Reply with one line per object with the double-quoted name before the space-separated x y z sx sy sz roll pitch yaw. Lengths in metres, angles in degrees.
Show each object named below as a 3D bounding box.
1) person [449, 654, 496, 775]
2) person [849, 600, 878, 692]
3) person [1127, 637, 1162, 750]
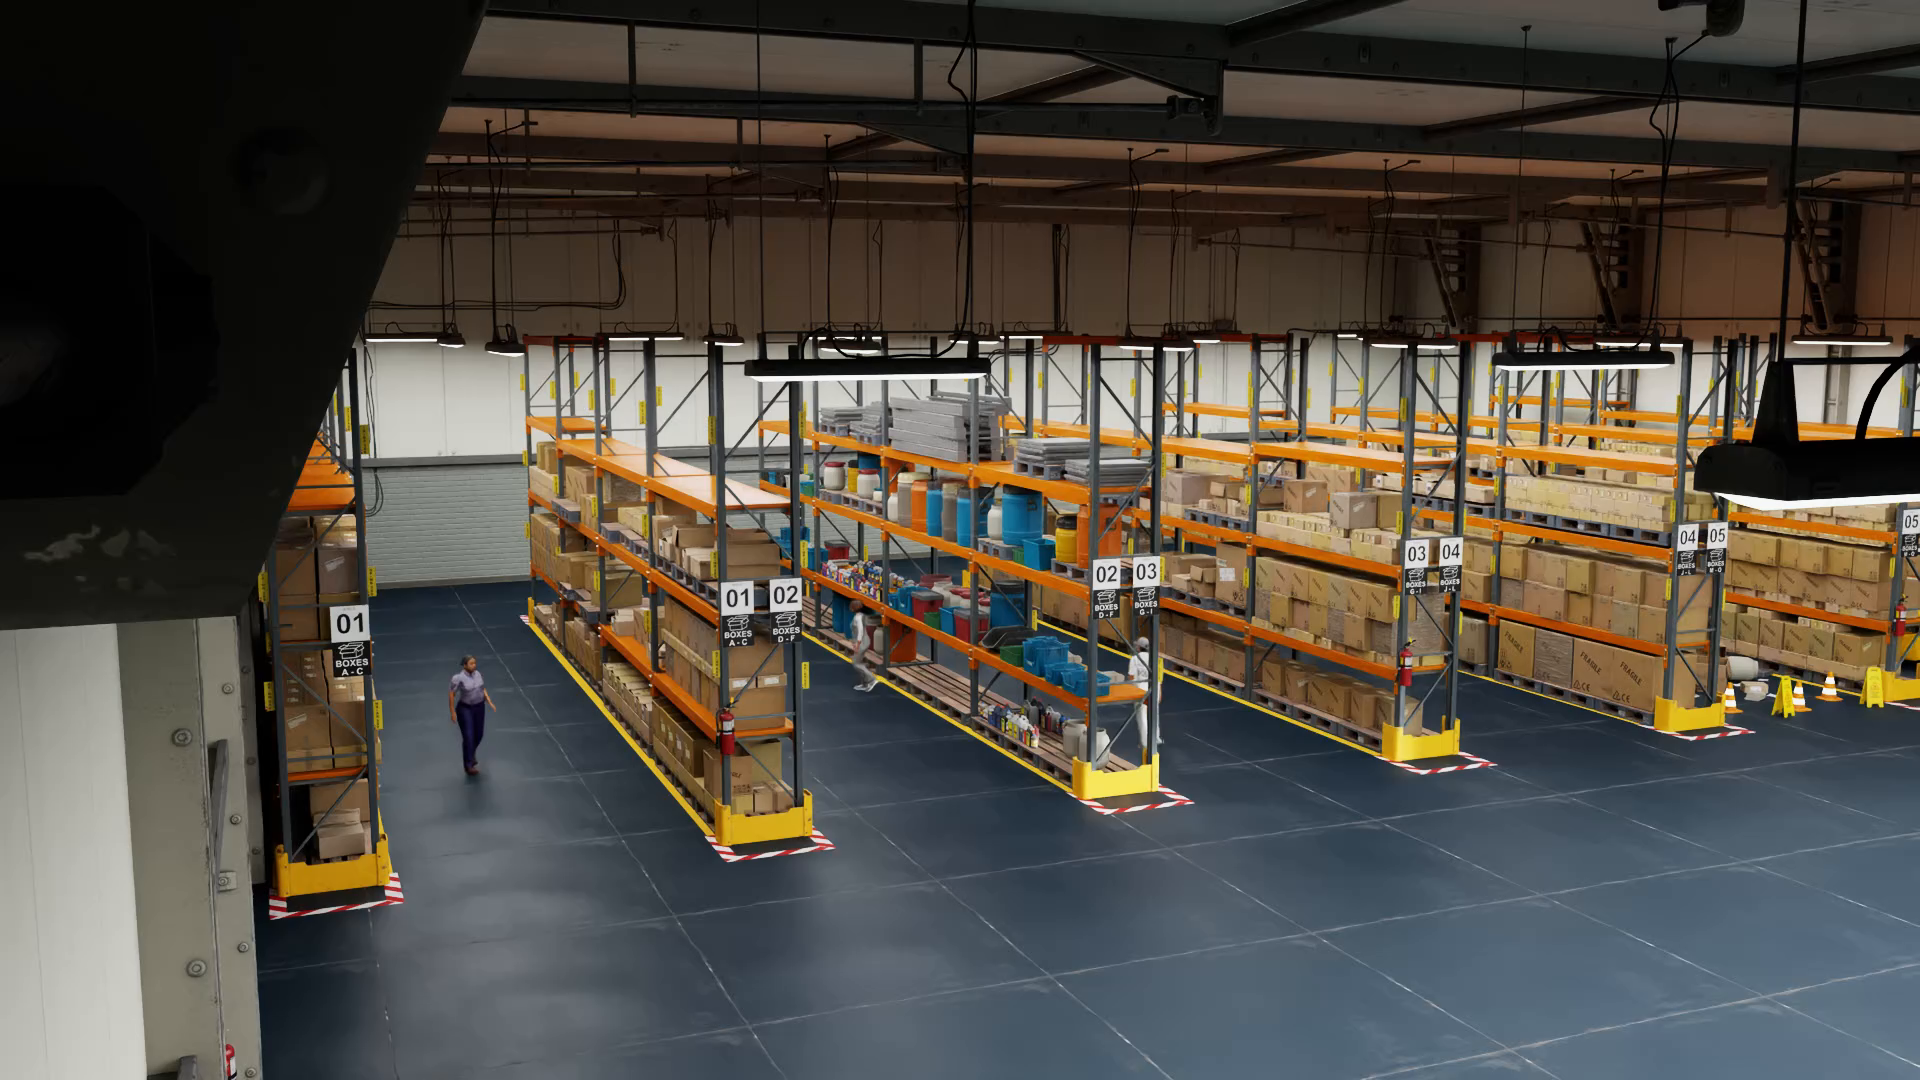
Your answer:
"person" -6.899 2.418 23.429 0.741 1.645 0.581 6 10 40
"person" -1.645 1.795 28.363 0.490 1.578 0.508 0 8 2
"person" 2.723 2.250 24.539 0.530 1.652 0.449 -1 8 -11
